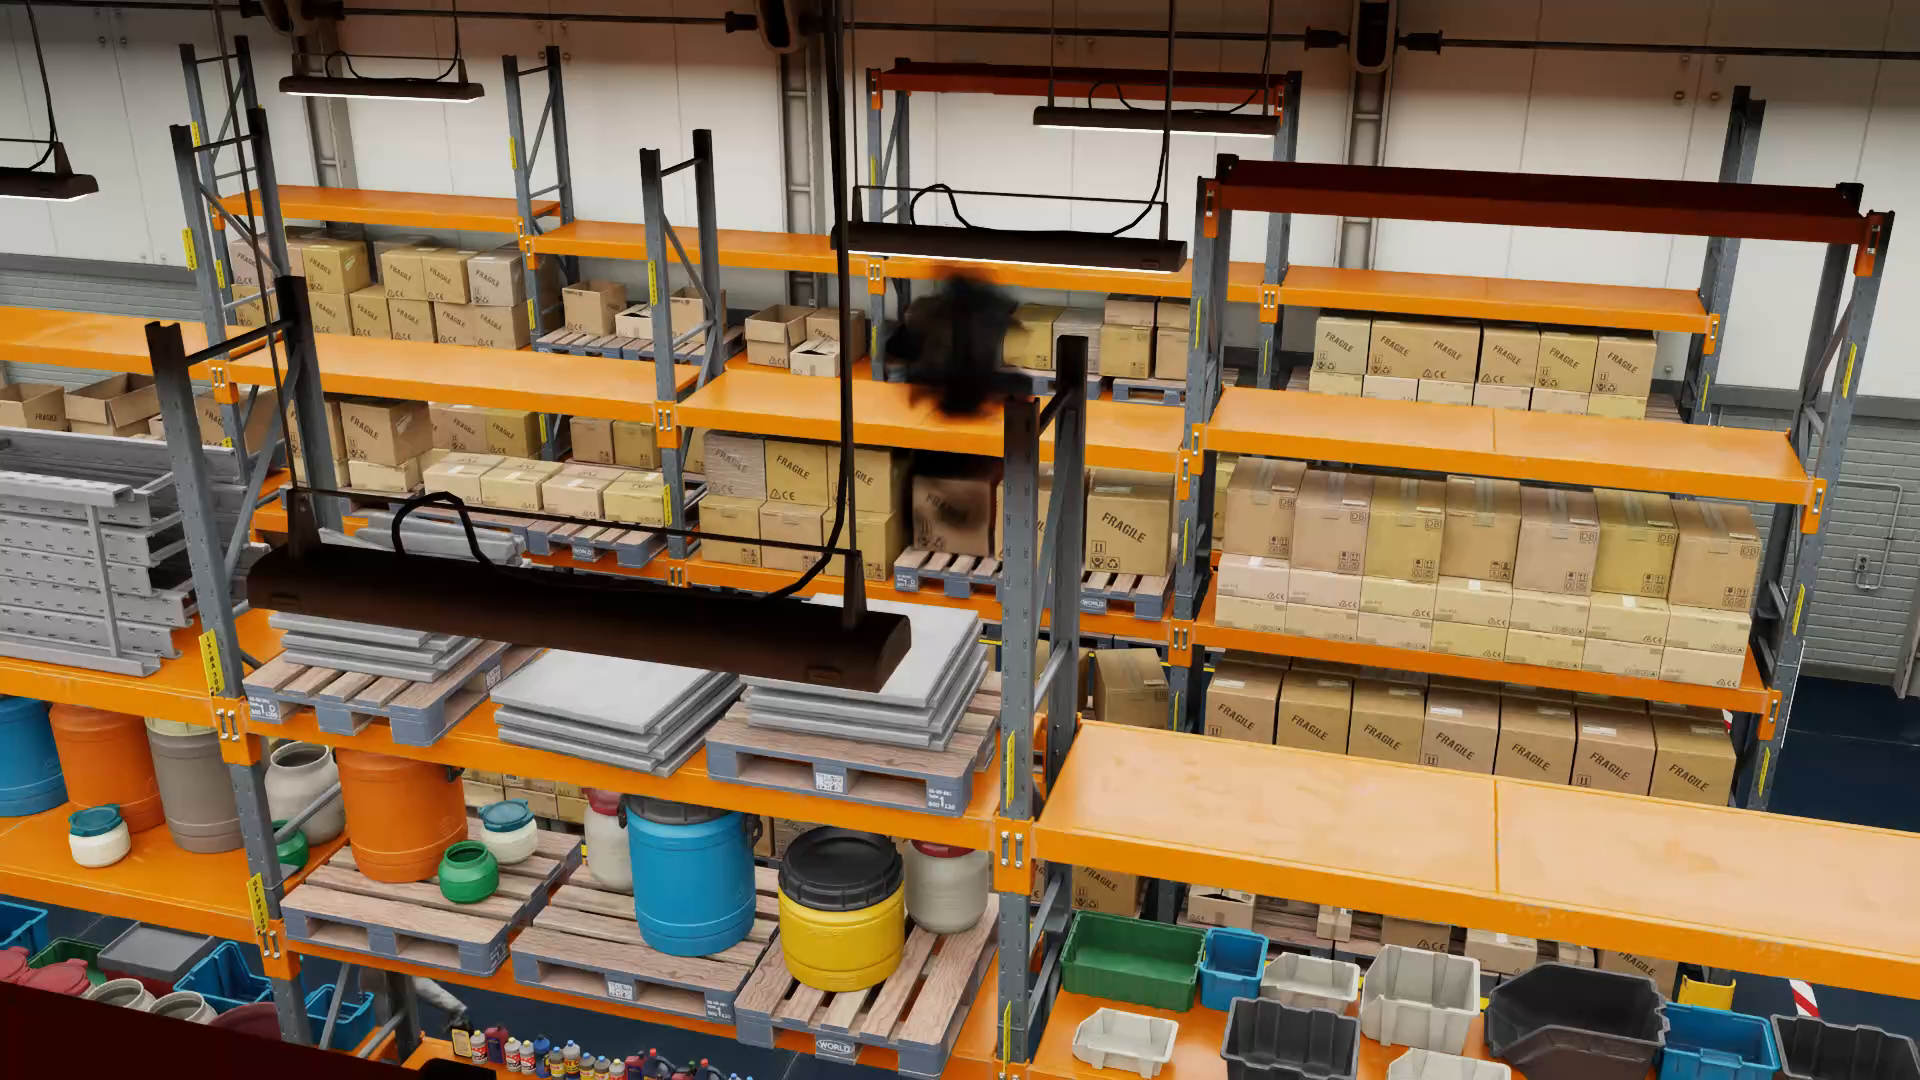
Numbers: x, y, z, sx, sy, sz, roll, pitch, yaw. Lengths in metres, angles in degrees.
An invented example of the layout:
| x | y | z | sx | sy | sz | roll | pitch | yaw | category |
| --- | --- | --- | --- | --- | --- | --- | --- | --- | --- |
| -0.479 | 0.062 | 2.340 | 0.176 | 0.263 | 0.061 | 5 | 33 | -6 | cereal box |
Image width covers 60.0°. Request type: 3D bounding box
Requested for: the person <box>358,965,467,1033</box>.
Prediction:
| x | y | z | sx | sy | sz | roll | pitch | yaw | category |
| --- | --- | --- | --- | --- | --- | --- | --- | --- | --- |
| -3.985 | 2.871 | 11.729 | 0.900 | 1.655 | 0.614 | 6 | 23 | 14 | person |
